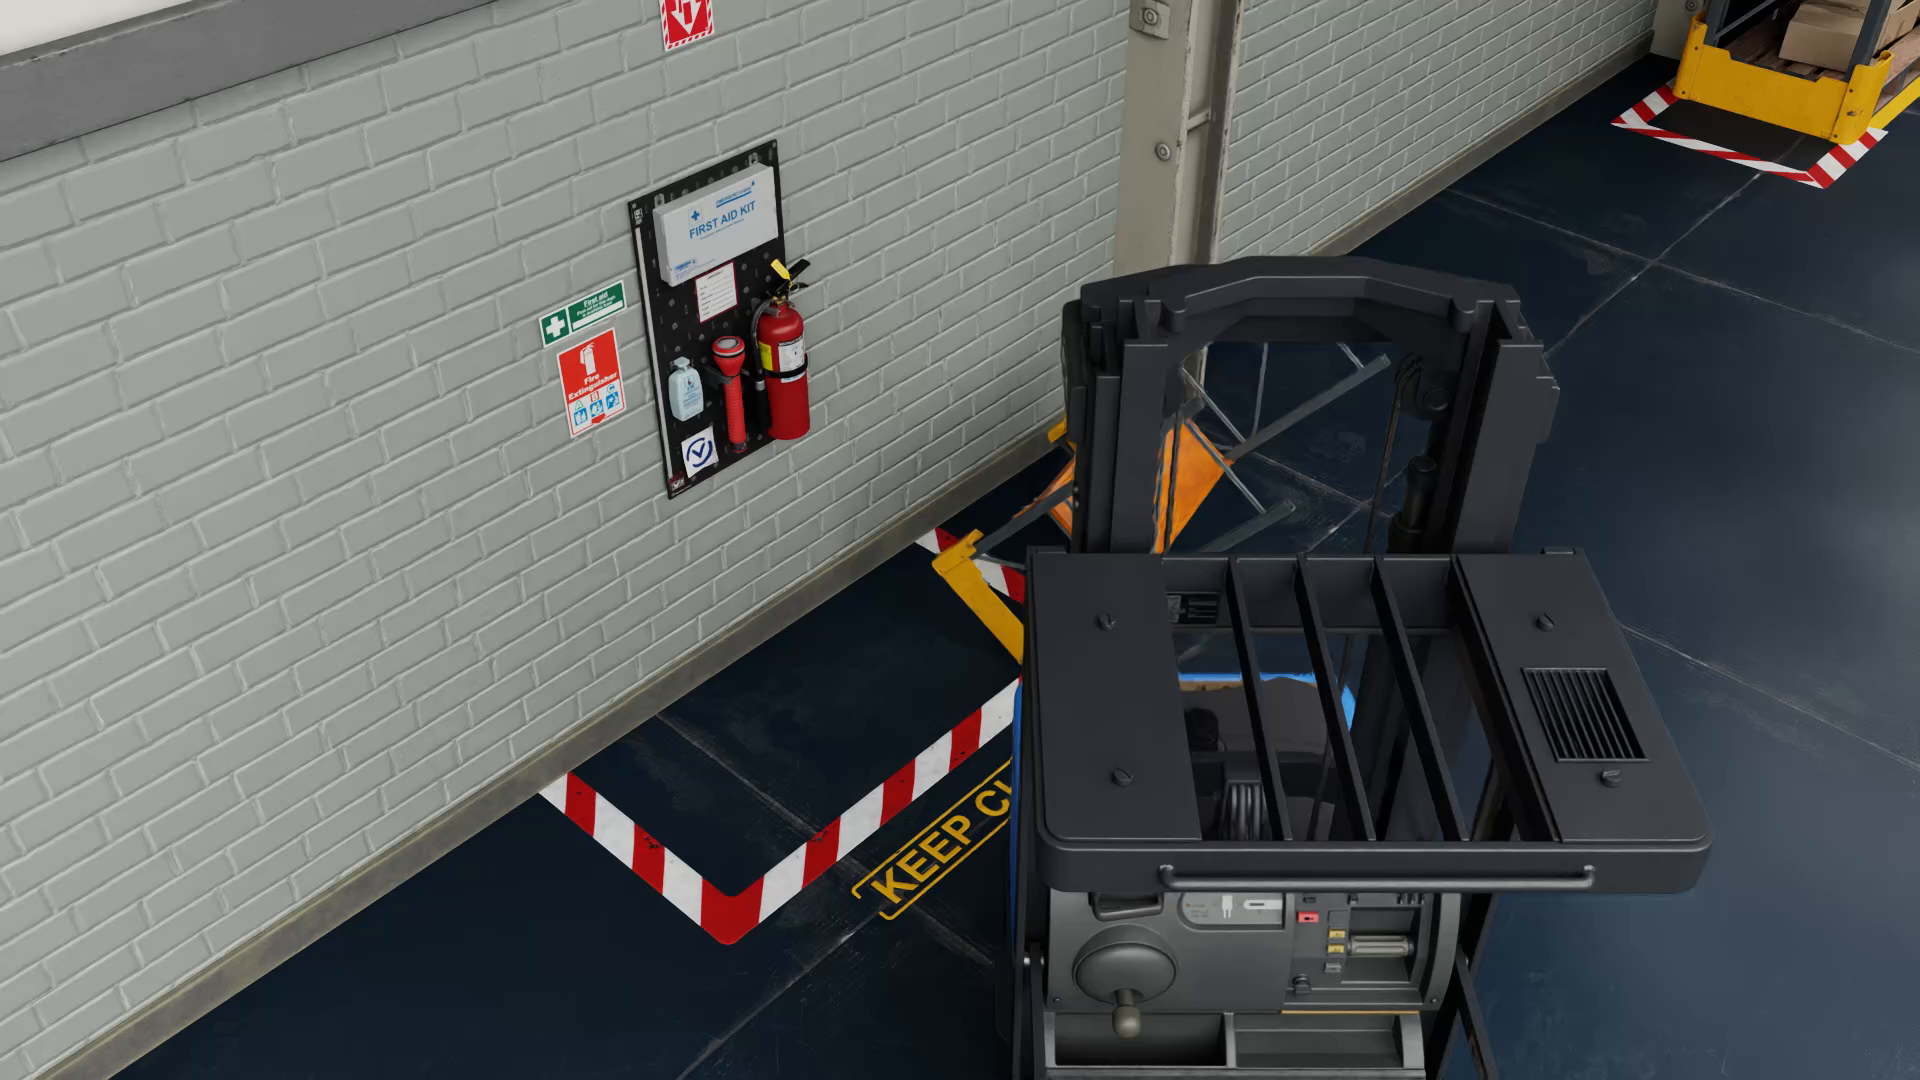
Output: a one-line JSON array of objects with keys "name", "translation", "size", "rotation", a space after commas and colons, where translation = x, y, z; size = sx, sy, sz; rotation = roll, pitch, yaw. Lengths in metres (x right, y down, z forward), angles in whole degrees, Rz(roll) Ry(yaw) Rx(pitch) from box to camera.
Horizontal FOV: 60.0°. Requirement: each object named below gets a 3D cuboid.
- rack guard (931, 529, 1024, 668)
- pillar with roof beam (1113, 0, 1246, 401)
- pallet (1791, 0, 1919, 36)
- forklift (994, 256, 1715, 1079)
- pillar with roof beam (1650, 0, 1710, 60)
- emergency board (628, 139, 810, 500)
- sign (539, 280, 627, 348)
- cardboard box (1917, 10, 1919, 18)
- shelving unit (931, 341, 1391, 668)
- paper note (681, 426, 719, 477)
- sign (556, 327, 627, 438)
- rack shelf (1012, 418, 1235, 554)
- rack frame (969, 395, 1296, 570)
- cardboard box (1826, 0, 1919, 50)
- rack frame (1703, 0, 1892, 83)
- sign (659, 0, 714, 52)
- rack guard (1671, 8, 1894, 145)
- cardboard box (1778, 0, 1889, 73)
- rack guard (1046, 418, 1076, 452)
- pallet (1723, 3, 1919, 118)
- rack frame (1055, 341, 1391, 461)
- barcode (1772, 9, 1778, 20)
[{"name": "rack guard", "translation": [0.166, 0.238, 6.488], "size": [0.587, 0.250, 0.087], "rotation": [48, 47, -7]}, {"name": "pillar with roof beam", "translation": [4.115, -2.372, 3.003], "size": [9.100, 9.000, 0.400], "rotation": [30, 47, 32]}, {"name": "pallet", "translation": [6.600, -3.763, 11.813], "size": [1.003, 0.211, 1.213], "rotation": [30, 47, 32]}, {"name": "forklift", "translation": [0.669, 1.006, 3.630], "size": [1.130, 2.935, 3.031], "rotation": [0, 38, 0]}, {"name": "pillar with roof beam", "translation": [8.163, -5.129, 6.470], "size": [9.100, 9.000, 0.400], "rotation": [30, 47, 32]}, {"name": "emergency board", "translation": [-0.758, -0.713, 5.736], "size": [0.194, 1.169, 0.643], "rotation": [30, 47, 32]}, {"name": "sign", "translation": [-1.197, -0.722, 5.293], "size": [0.001, 0.109, 0.331], "rotation": [30, 47, 32]}, {"name": "cardboard box", "translation": [6.601, -3.955, 11.469], "size": [0.700, 0.500, 0.500], "rotation": [27, 46, 29]}, {"name": "shelving unit", "translation": [0.766, -0.277, 6.374], "size": [0.587, 1.500, 1.083], "rotation": [48, 47, -7]}, {"name": "paper note", "translation": [-0.928, -0.316, 5.945], "size": [0.016, 0.148, 0.142], "rotation": [30, 47, 32]}, {"name": "sign", "translation": [-1.207, -0.516, 5.460], "size": [0.001, 0.329, 0.234], "rotation": [30, 47, 32]}, {"name": "rack shelf", "translation": [0.659, -0.202, 6.498], "size": [0.538, 0.185, 1.000], "rotation": [48, 47, -7]}, {"name": "rack frame", "translation": [0.514, 0.006, 6.023], "size": [0.500, 1.500, 0.032], "rotation": [48, 47, -7]}, {"name": "cardboard box", "translation": [6.070, -3.565, 11.131], "size": [0.500, 0.311, 0.500], "rotation": [-30, 47, -32]}, {"name": "rack frame", "translation": [5.152, -3.904, 9.749], "size": [1.000, 3.000, 0.127], "rotation": [30, 47, 32]}, {"name": "sign", "translation": [-0.837, -1.658, 5.063], "size": [0.001, 0.298, 0.199], "rotation": [30, 47, 32]}, {"name": "rack guard", "translation": [5.203, -2.960, 10.571], "size": [1.175, 0.500, 0.348], "rotation": [30, 47, 32]}, {"name": "cardboard box", "translation": [5.685, -3.304, 10.801], "size": [0.500, 0.311, 0.500], "rotation": [24, 44, 27]}, {"name": "rack guard", "translation": [0.652, -0.307, 7.165], "size": [0.587, 0.250, 0.087], "rotation": [48, 47, -7]}, {"name": "pallet", "translation": [5.777, -3.205, 11.112], "size": [1.003, 0.211, 1.213], "rotation": [30, 47, 32]}, {"name": "rack frame", "translation": [1.010, -0.551, 6.714], "size": [0.500, 1.500, 0.032], "rotation": [48, 47, -7]}, {"name": "barcode", "translation": [5.402, -3.483, 11.020], "size": [0.001, 0.075, 0.075], "rotation": [30, 47, 32]}]
